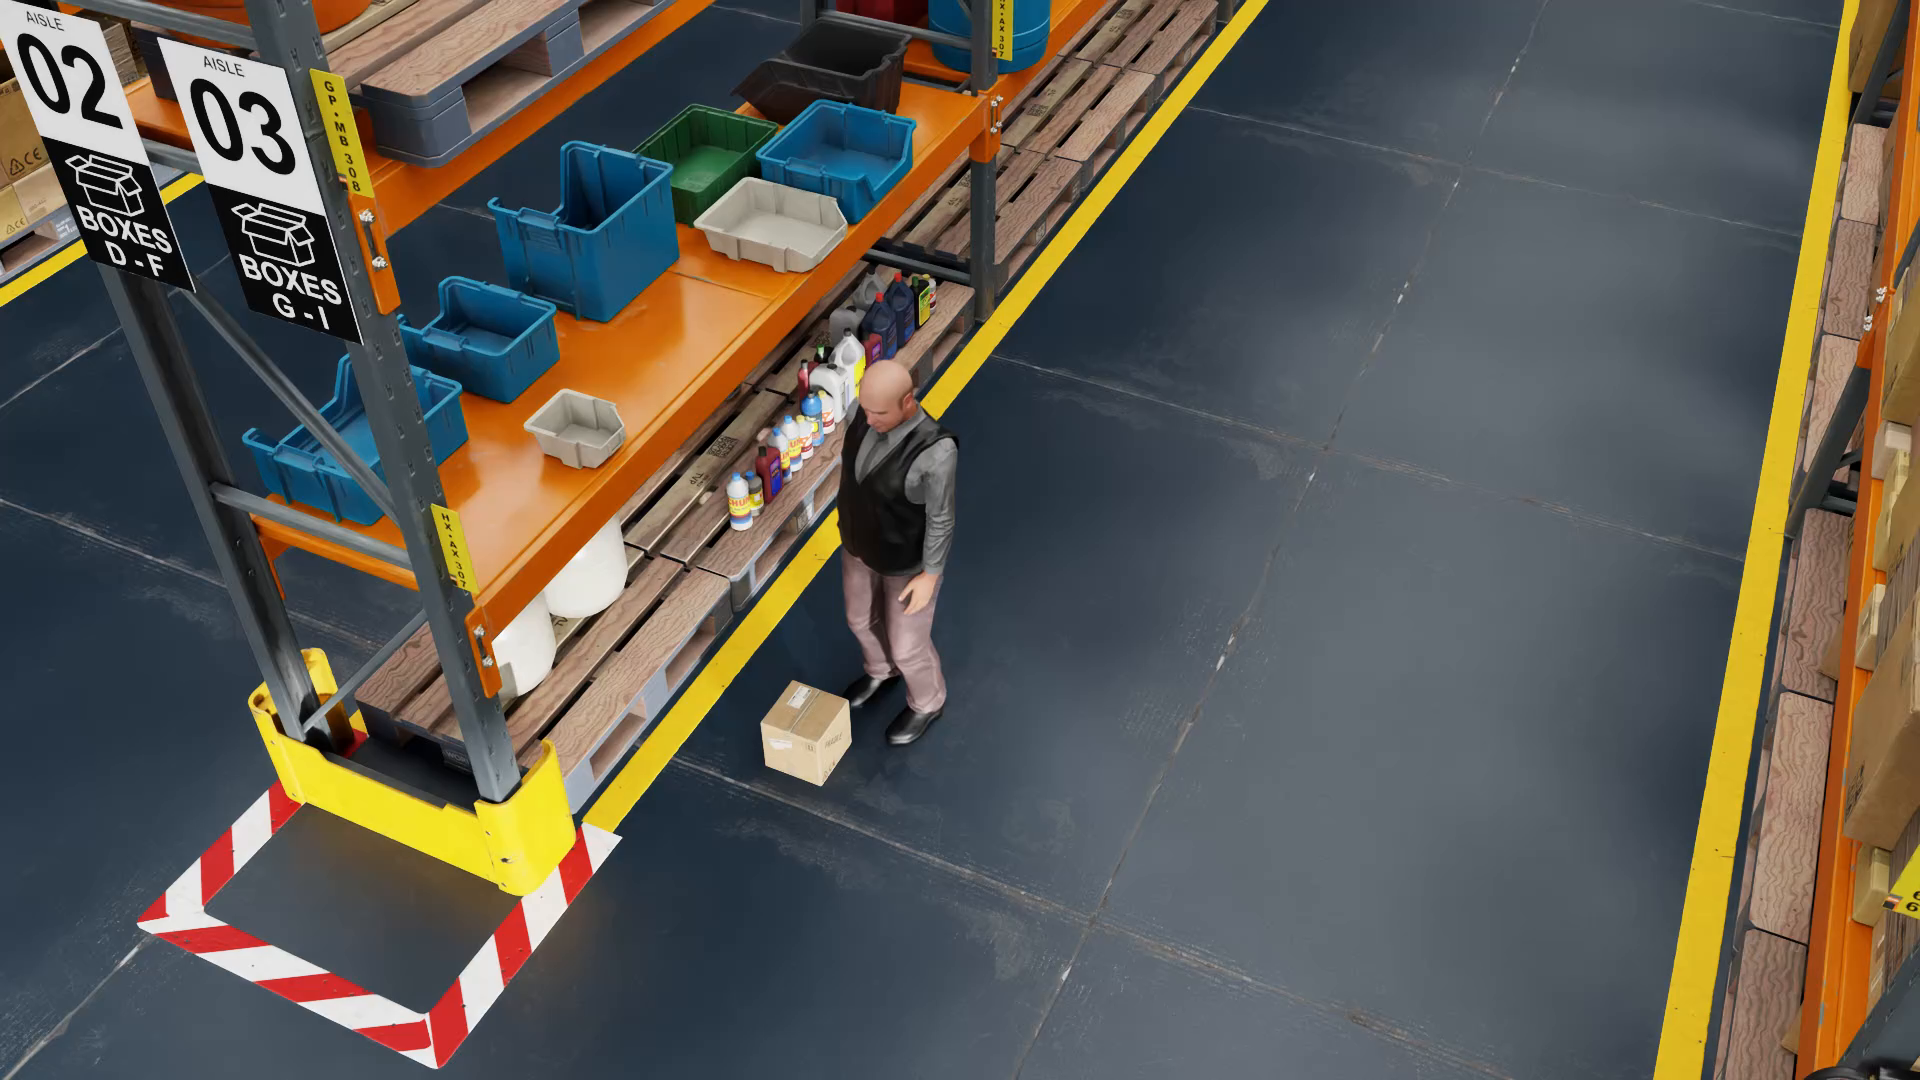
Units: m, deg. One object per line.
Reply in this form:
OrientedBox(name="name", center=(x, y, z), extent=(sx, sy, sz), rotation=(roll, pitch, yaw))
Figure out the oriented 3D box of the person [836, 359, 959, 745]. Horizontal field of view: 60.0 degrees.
OrientedBox(name="person", center=(-0.234, 0.043, 6.146), extent=(0.359, 1.714, 0.537), rotation=(-34, 52, -32))
